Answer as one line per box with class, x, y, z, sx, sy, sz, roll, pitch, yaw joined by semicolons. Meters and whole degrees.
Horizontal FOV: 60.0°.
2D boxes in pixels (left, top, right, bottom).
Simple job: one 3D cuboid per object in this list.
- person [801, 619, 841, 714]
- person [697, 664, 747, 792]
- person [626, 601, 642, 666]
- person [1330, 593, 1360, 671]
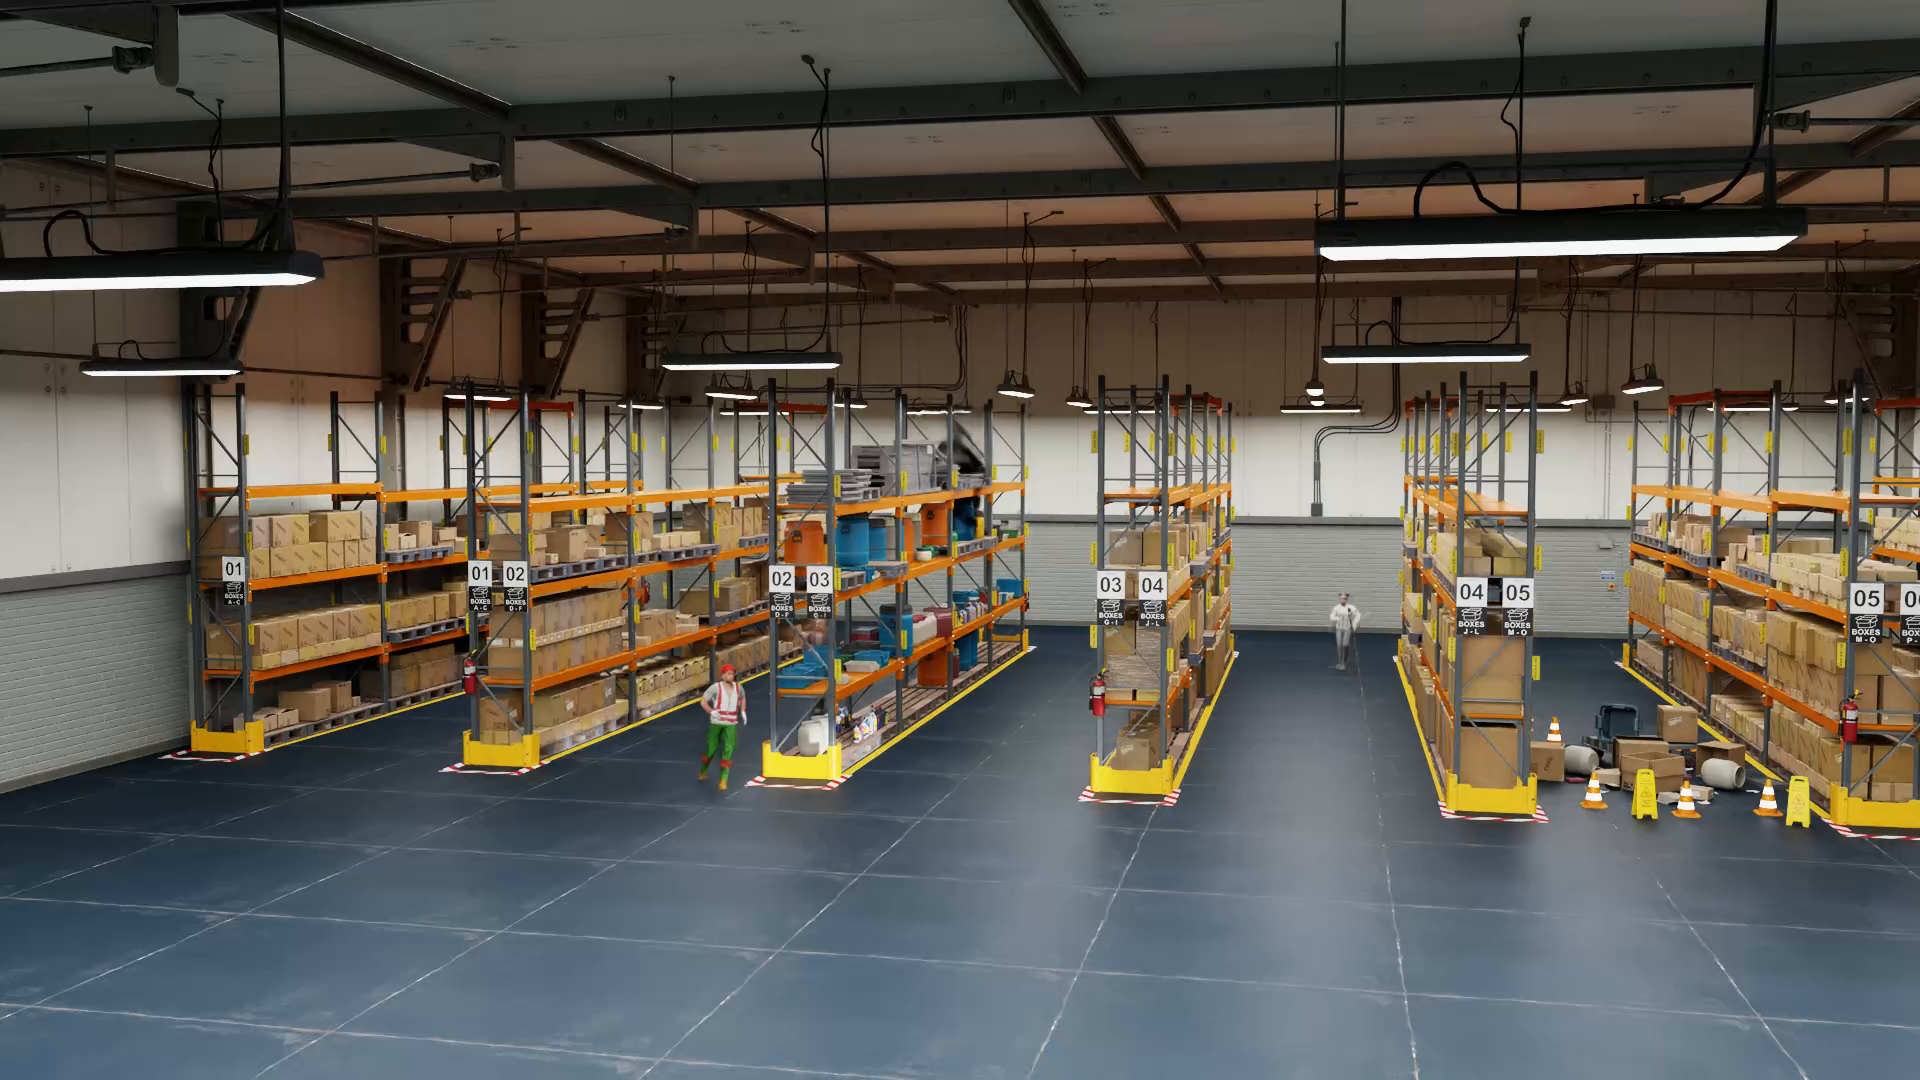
person;-2.625;2.340;31.115;0.723;1.748;0.902;1;3;10
person;-3.451;2.717;24.395;0.723;1.797;0.875;-1;3;-20
person;-6.789;2.141;34.926;0.653;1.758;0.647;1;3;14
person;8.557;2.036;37.074;0.606;1.747;0.705;2;4;25
